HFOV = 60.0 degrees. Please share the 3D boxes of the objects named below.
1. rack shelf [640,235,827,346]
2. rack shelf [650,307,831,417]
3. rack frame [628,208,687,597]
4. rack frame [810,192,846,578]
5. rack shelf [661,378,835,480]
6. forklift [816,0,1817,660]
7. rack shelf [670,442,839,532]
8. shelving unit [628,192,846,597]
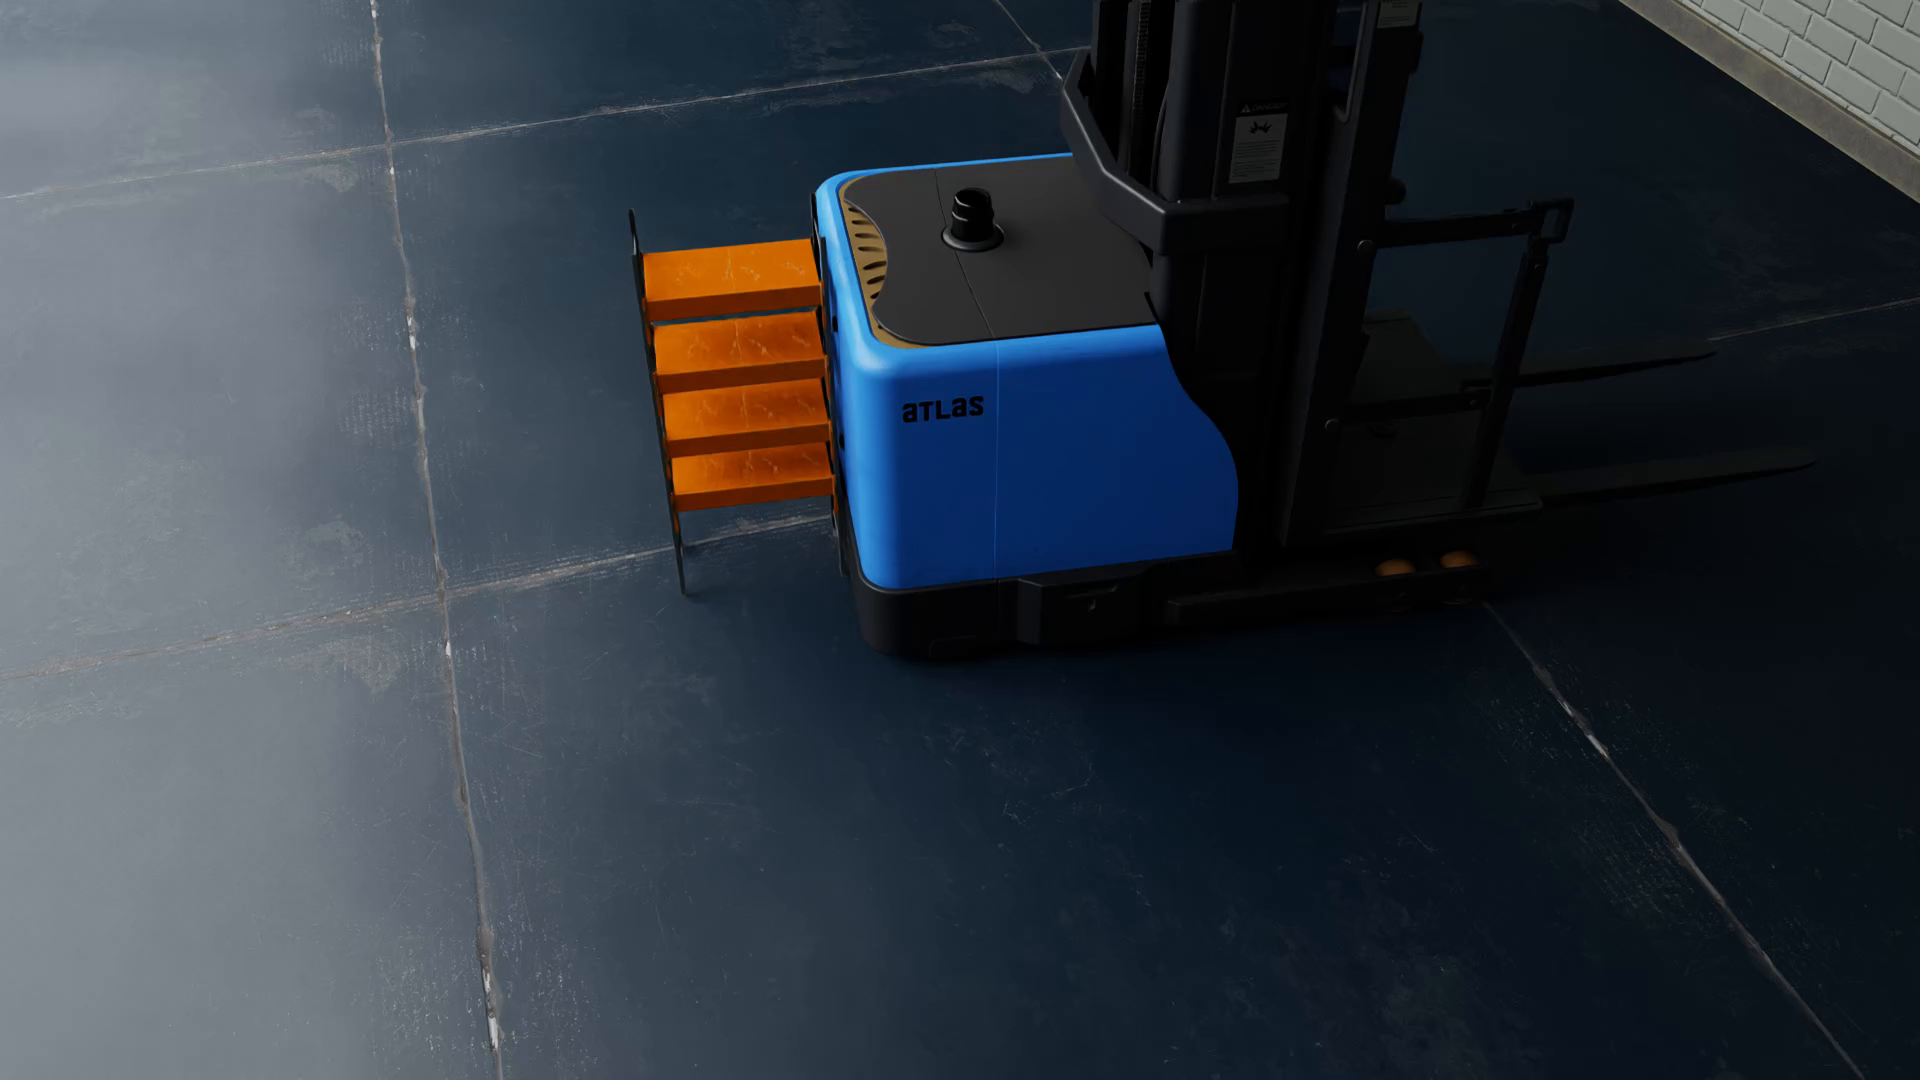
[{"bbox_3d":[-0.618,-0.681,4.520,0.480,0.148,0.258,-7,42,-8],"label":"rack shelf"},{"bbox_3d":[-0.619,-0.503,4.676,0.480,0.148,0.258,-7,42,-8],"label":"rack shelf"},{"bbox_3d":[-0.859,-0.357,4.747,0.015,1.200,0.240,-7,42,-8],"label":"rack frame"},{"bbox_3d":[-0.378,-0.413,4.811,0.015,1.200,0.240,-7,42,-8],"label":"rack frame"},{"bbox_3d":[-0.618,-0.334,4.823,0.480,0.148,0.258,-7,42,-8],"label":"rack shelf"},{"bbox_3d":[1.133,-1.224,4.423,3.031,2.935,1.130,-7,42,-8],"label":"forklift"},{"bbox_3d":[-0.618,-0.185,4.954,0.480,0.148,0.258,-7,42,-8],"label":"rack shelf"},{"bbox_3d":[-0.618,-0.385,4.779,0.503,1.200,0.258,-7,42,-8],"label":"shelving unit"}]
